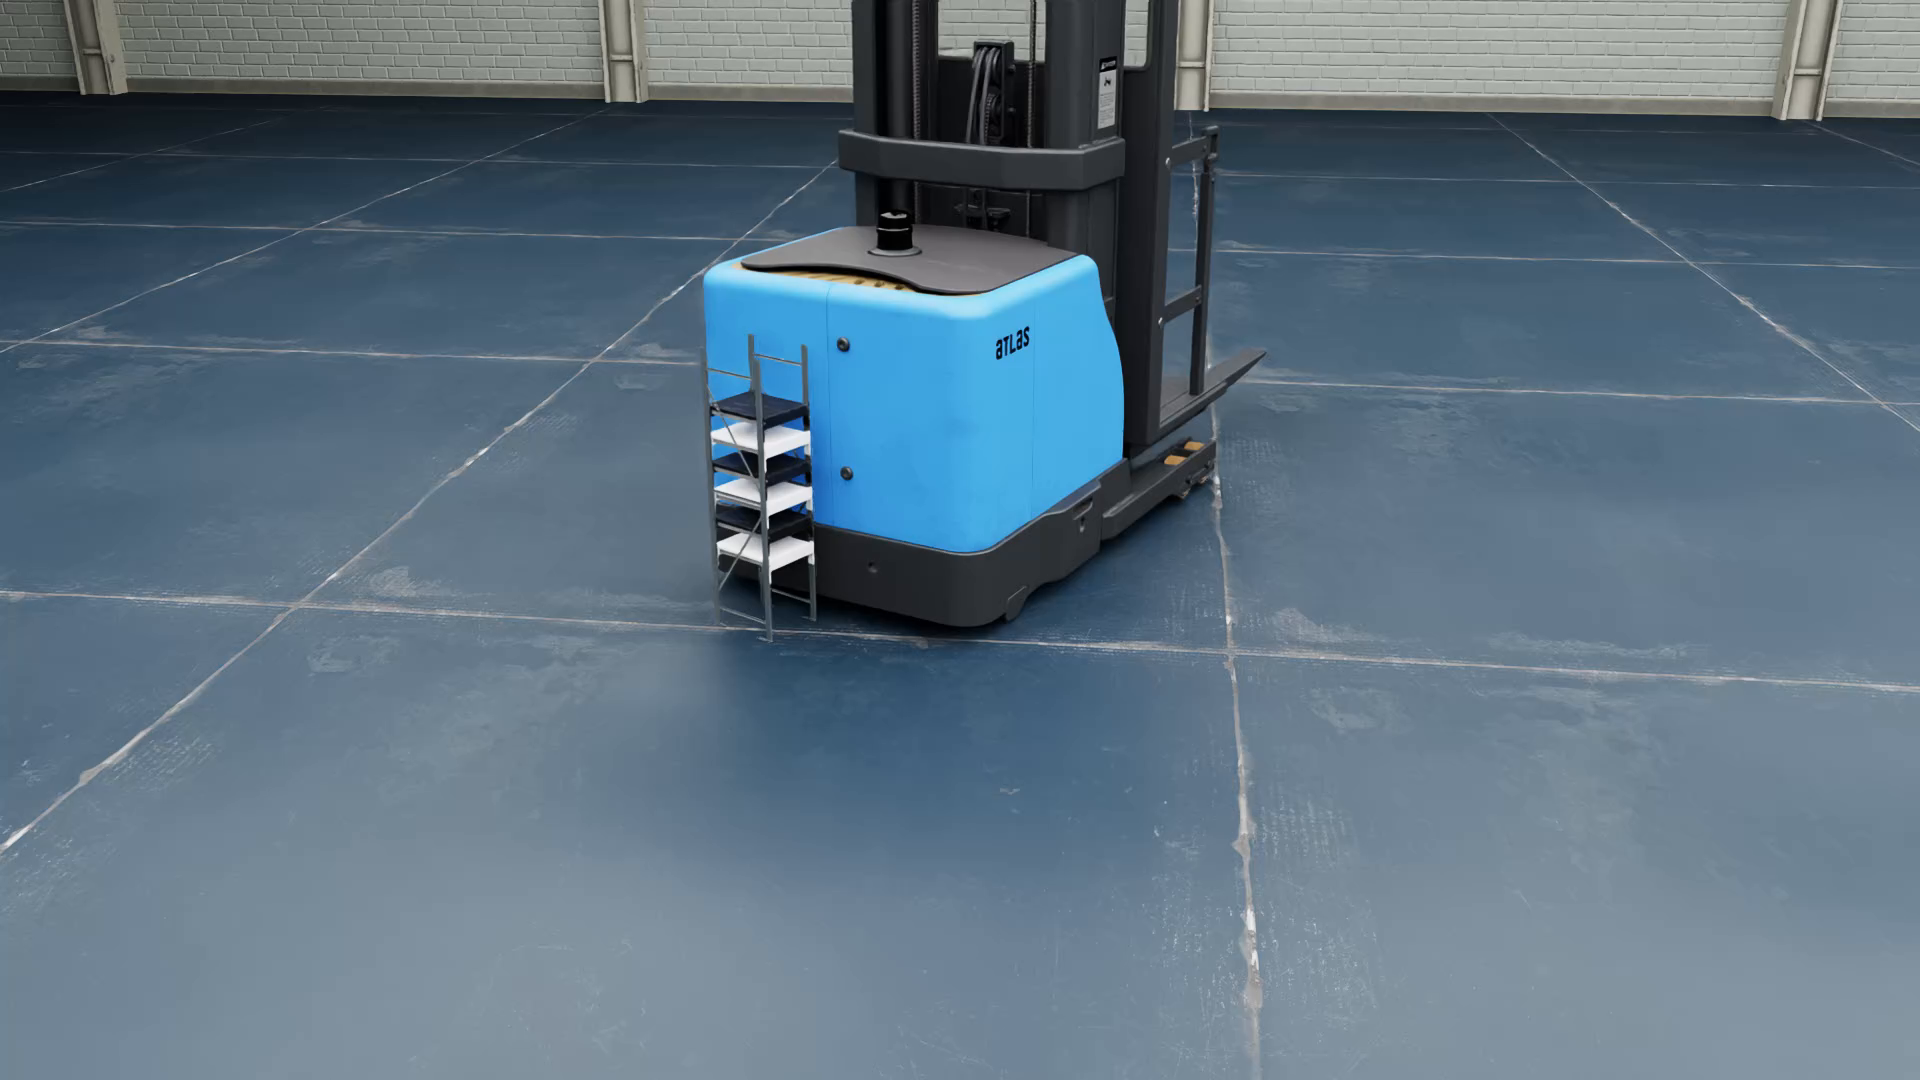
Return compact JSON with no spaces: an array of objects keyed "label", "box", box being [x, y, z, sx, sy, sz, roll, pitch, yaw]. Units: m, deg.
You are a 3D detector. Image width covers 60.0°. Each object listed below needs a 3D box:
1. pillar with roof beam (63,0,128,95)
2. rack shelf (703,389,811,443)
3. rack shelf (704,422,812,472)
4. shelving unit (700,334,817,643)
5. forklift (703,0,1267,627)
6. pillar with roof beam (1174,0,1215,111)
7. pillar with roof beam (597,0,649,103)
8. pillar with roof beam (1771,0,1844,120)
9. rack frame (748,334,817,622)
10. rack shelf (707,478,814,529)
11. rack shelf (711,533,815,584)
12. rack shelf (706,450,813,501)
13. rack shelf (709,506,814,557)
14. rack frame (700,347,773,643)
[{"label":"pillar with roof beam","box":[-10.046,-7.601,12.926,0.400,9.000,9.100,2,22,6]},{"label":"rack shelf","box":[-0.614,-0.377,5.024,0.258,0.077,0.200,15,26,34]},{"label":"rack shelf","box":[-0.614,-0.293,5.057,0.258,0.077,0.200,15,26,34]},{"label":"shelving unit","box":[-0.614,-0.157,5.111,0.258,0.900,0.210,15,26,34]},{"label":"forklift","box":[0.347,-1.594,5.986,1.130,2.935,3.031,12,24,27]},{"label":"pillar with roof beam","box":[1.871,-7.082,11.613,0.400,9.000,9.100,2,22,6]},{"label":"pillar with roof beam","box":[-4.087,-7.341,12.269,0.400,9.000,9.100,2,22,6]},{"label":"pillar with roof beam","box":[7.829,-6.822,10.956,0.400,9.000,9.100,2,22,6]},{"label":"rack frame","box":[-0.553,-0.186,5.186,0.240,0.900,0.006,15,26,34]},{"label":"rack shelf","box":[-0.614,-0.126,5.123,0.258,0.077,0.200,15,26,34]},{"label":"rack shelf","box":[-0.614,0.042,5.189,0.258,0.077,0.200,15,26,34]},{"label":"rack shelf","box":[-0.614,-0.209,5.090,0.258,0.077,0.200,15,26,34]},{"label":"rack shelf","box":[-0.614,-0.042,5.156,0.258,0.077,0.200,15,26,34]},{"label":"rack frame","box":[-0.675,-0.127,5.035,0.240,0.900,0.006,15,26,34]}]
